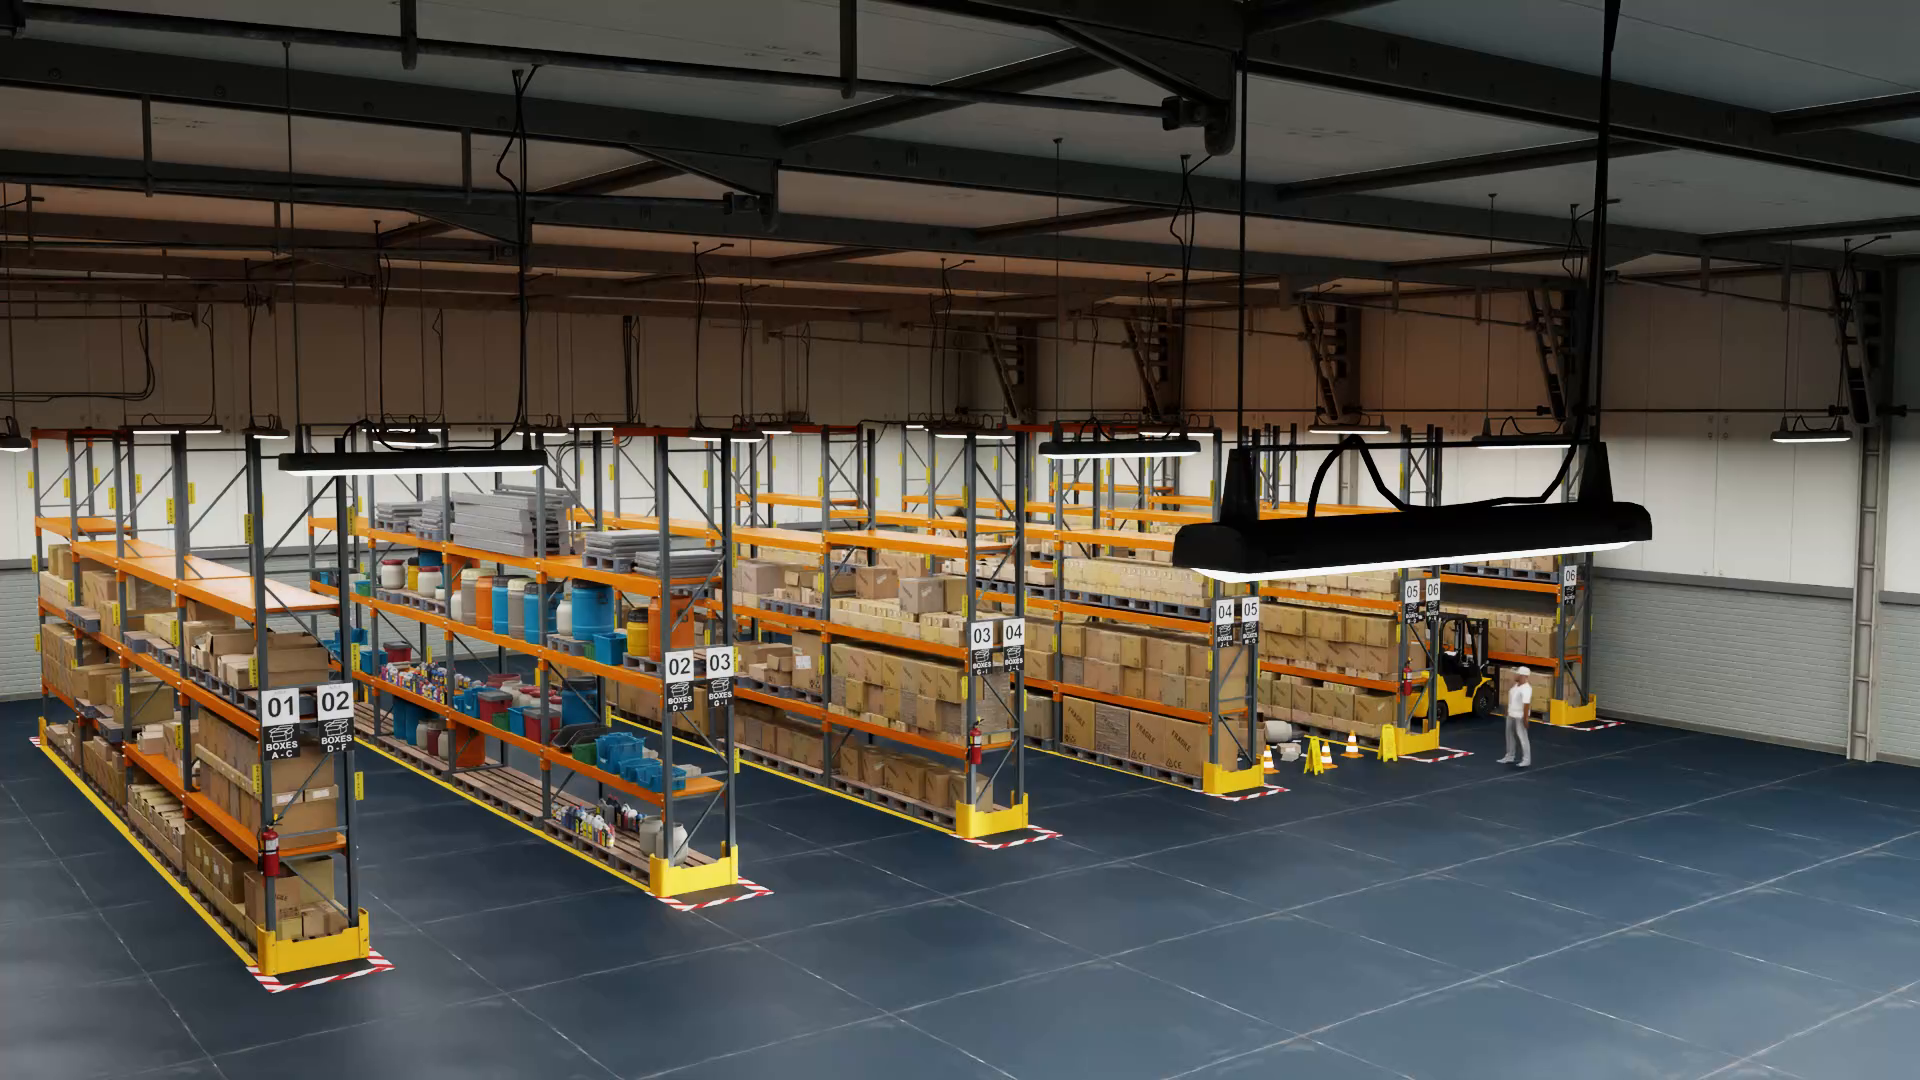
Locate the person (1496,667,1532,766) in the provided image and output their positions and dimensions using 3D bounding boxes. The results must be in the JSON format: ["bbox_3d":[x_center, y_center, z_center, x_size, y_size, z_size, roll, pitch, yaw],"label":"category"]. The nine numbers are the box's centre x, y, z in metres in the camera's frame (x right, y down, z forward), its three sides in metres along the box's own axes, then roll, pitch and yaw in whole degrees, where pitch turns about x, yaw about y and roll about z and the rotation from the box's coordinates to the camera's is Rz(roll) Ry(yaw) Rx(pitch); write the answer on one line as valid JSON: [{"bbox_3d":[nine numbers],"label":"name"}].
[{"bbox_3d":[9.883,3.118,29.587,0.431,1.778,0.791,-1,5,-14],"label":"person"}]
